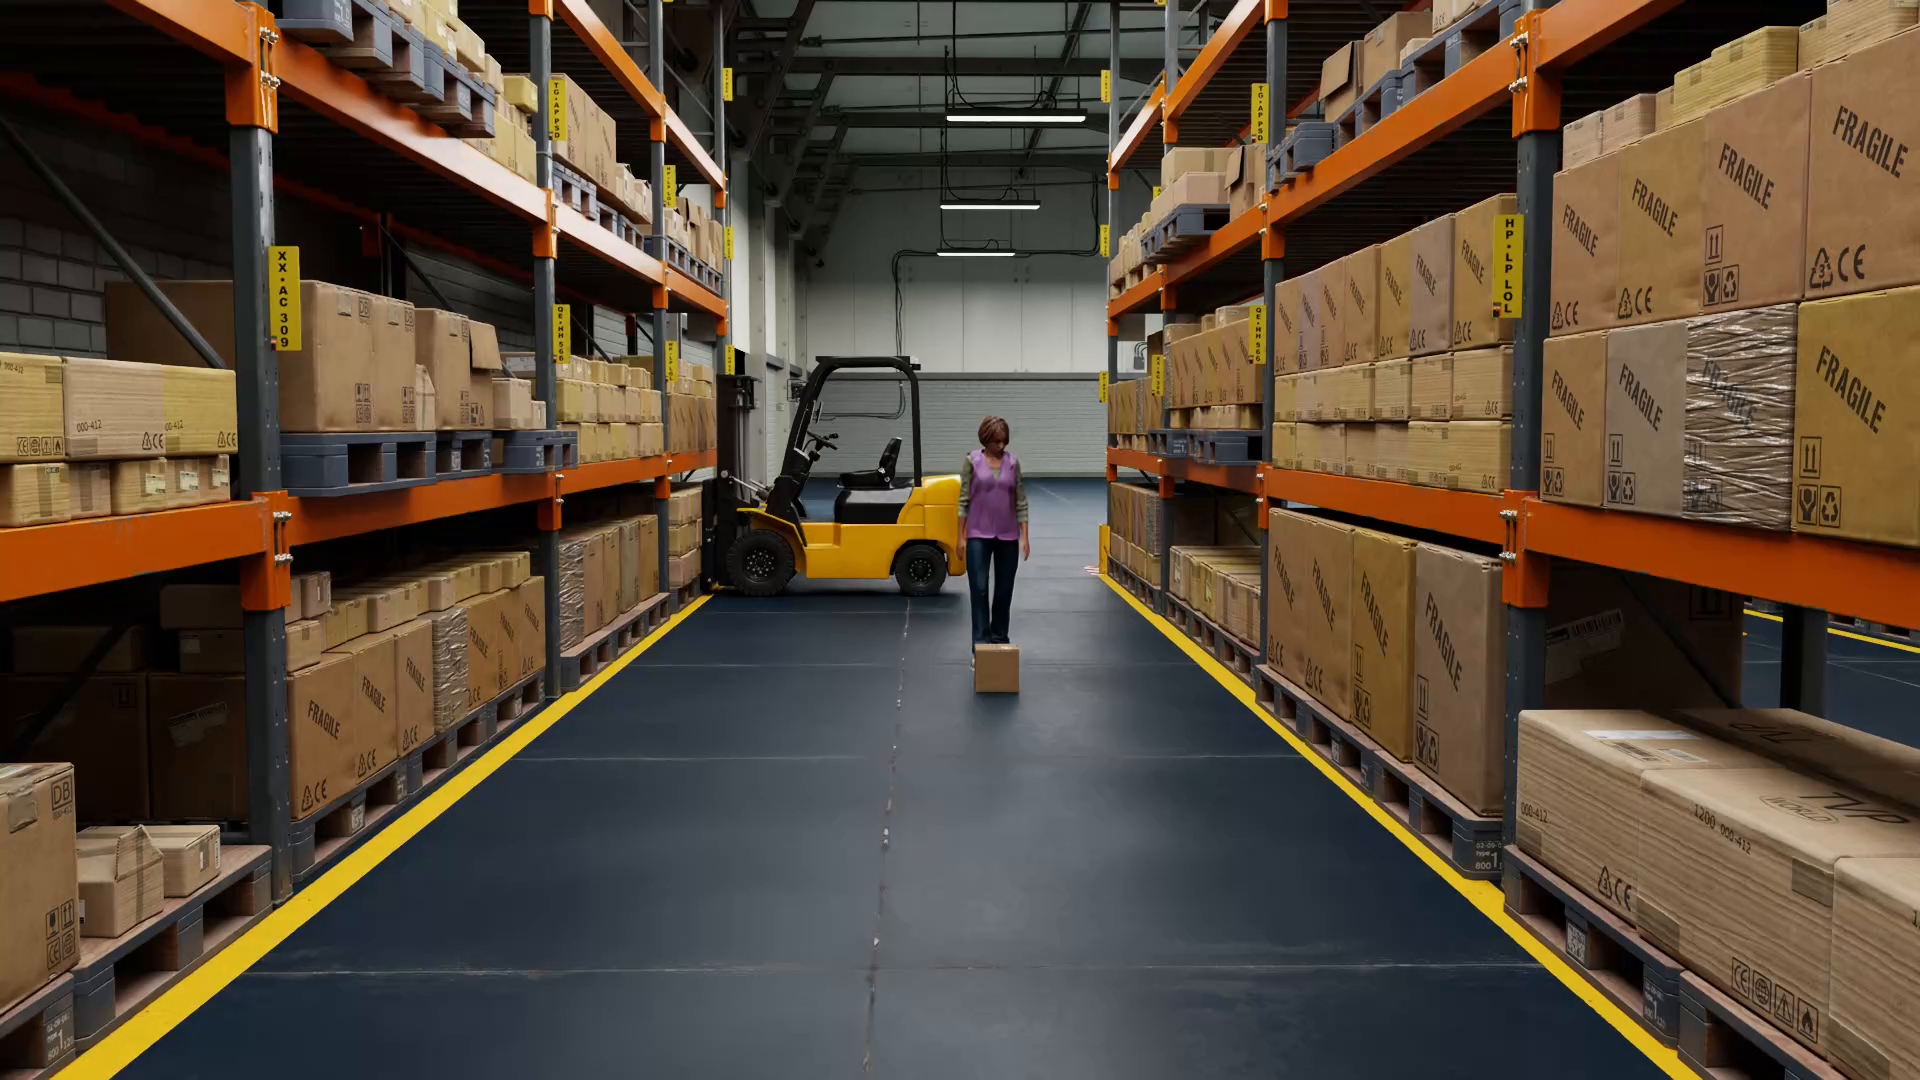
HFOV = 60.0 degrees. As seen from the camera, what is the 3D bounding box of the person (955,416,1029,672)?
[{"bbox_3d":[0.216,0.015,10.350,0.457,1.569,0.697,-1,4,-9],"label":"person"}]
